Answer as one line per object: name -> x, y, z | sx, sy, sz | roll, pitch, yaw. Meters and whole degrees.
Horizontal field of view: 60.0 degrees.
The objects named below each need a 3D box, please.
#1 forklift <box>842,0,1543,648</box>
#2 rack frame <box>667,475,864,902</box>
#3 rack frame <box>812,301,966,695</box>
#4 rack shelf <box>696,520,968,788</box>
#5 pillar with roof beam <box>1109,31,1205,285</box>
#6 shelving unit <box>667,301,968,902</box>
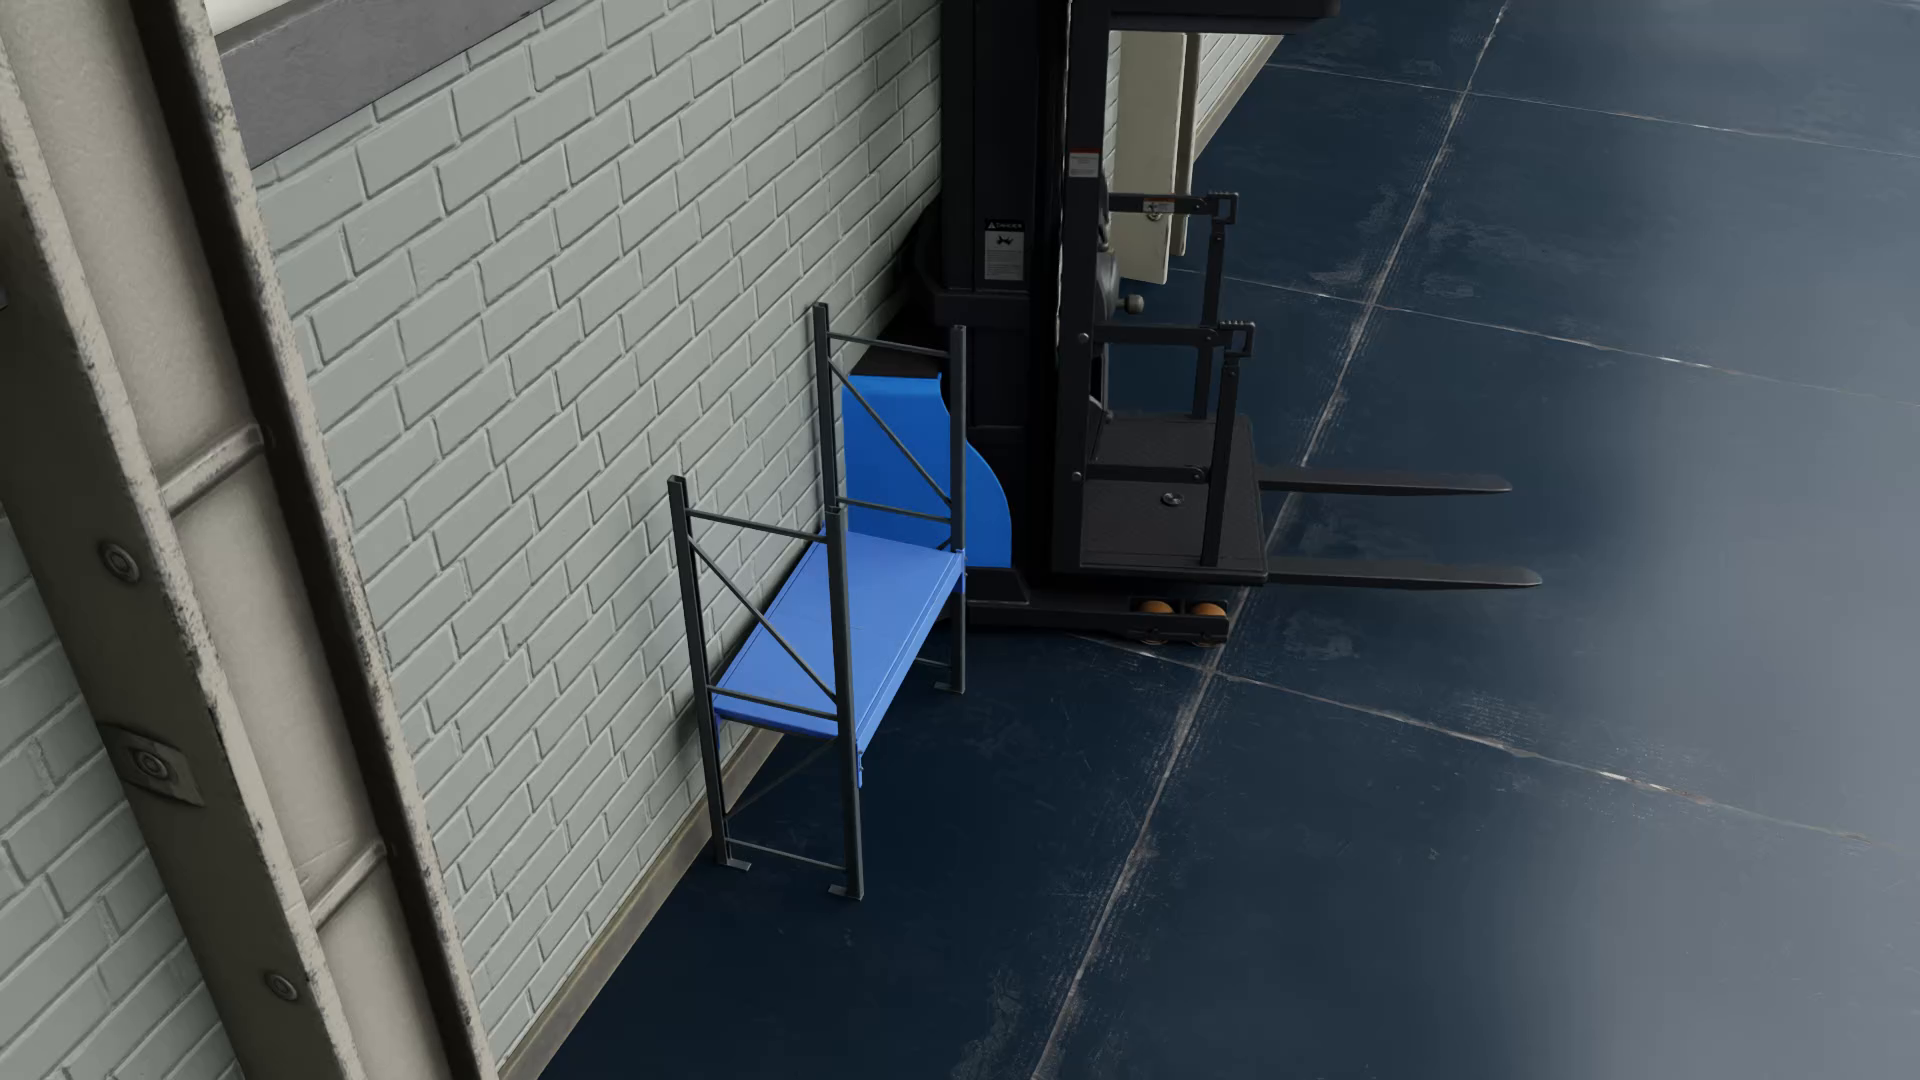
forklift -> 0.678, -1.104, 5.780 | 3.031, 2.935, 1.130 | 3, 37, 4
rack frame -> -0.545, 0.480, 4.855 | 0.500, 1.500, 0.032 | 11, 38, 15
rack frame -> -0.223, -0.098, 5.628 | 0.500, 1.500, 0.032 | 11, 38, 15
rack shelf -> -0.384, 0.335, 5.349 | 0.538, 0.185, 1.000 | 11, 38, 15
pillar with roof beam -> 4.954, -4.072, 4.682 | 9.100, 9.000, 0.400 | 14, 39, 18
shelving unit -> -0.384, 0.191, 5.241 | 0.538, 1.500, 1.048 | 11, 38, 15
